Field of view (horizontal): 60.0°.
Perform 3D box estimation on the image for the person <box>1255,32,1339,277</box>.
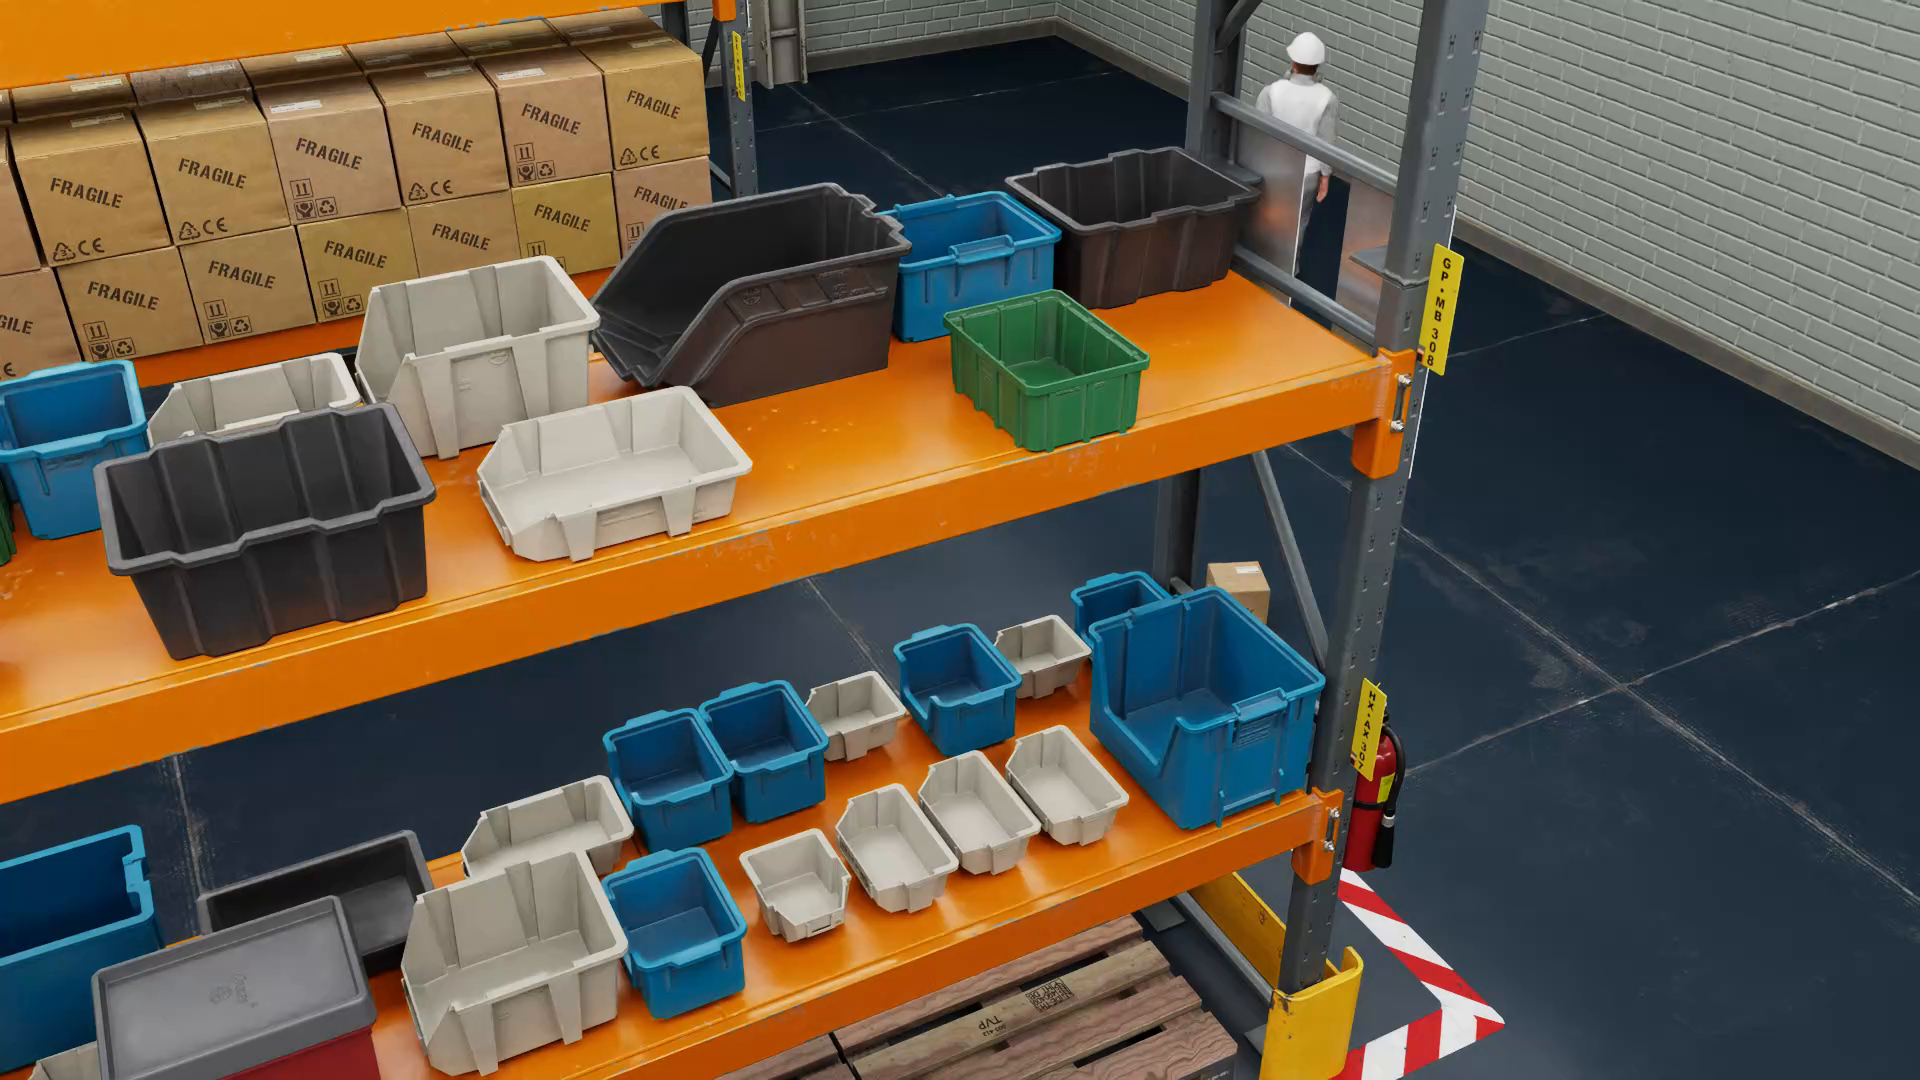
[{"bbox_3d":[2.151,-2.436,10.890,0.566,1.751,0.804,8,34,12],"label":"person"}]
